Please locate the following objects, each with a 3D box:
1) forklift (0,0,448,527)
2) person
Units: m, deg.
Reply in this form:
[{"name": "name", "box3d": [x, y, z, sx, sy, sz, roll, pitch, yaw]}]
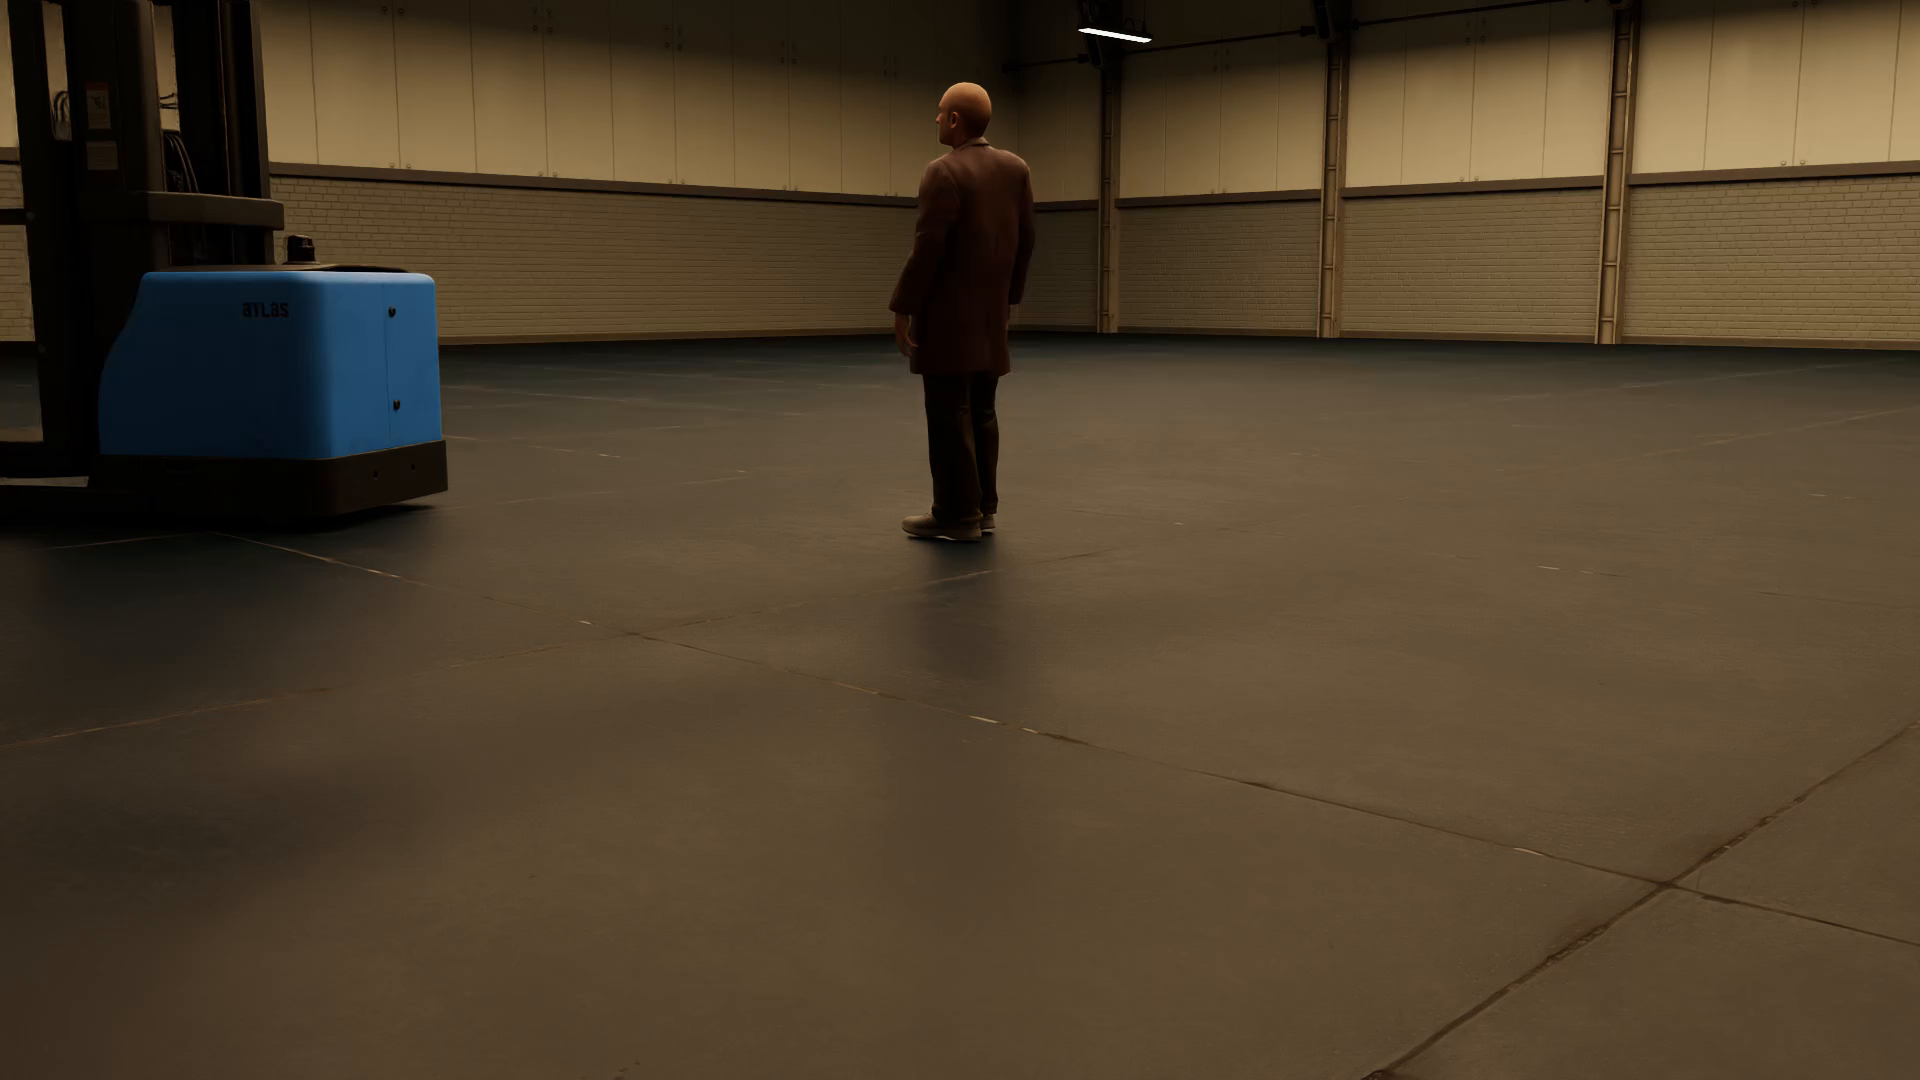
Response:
[{"name": "forklift", "box3d": [-3.965, -1.592, 7.447, 3.031, 2.935, 1.130, 2, 9, 12]}, {"name": "person", "box3d": [-0.064, -0.896, 6.650, 0.579, 1.778, 0.698, 8, 12, 43]}]
